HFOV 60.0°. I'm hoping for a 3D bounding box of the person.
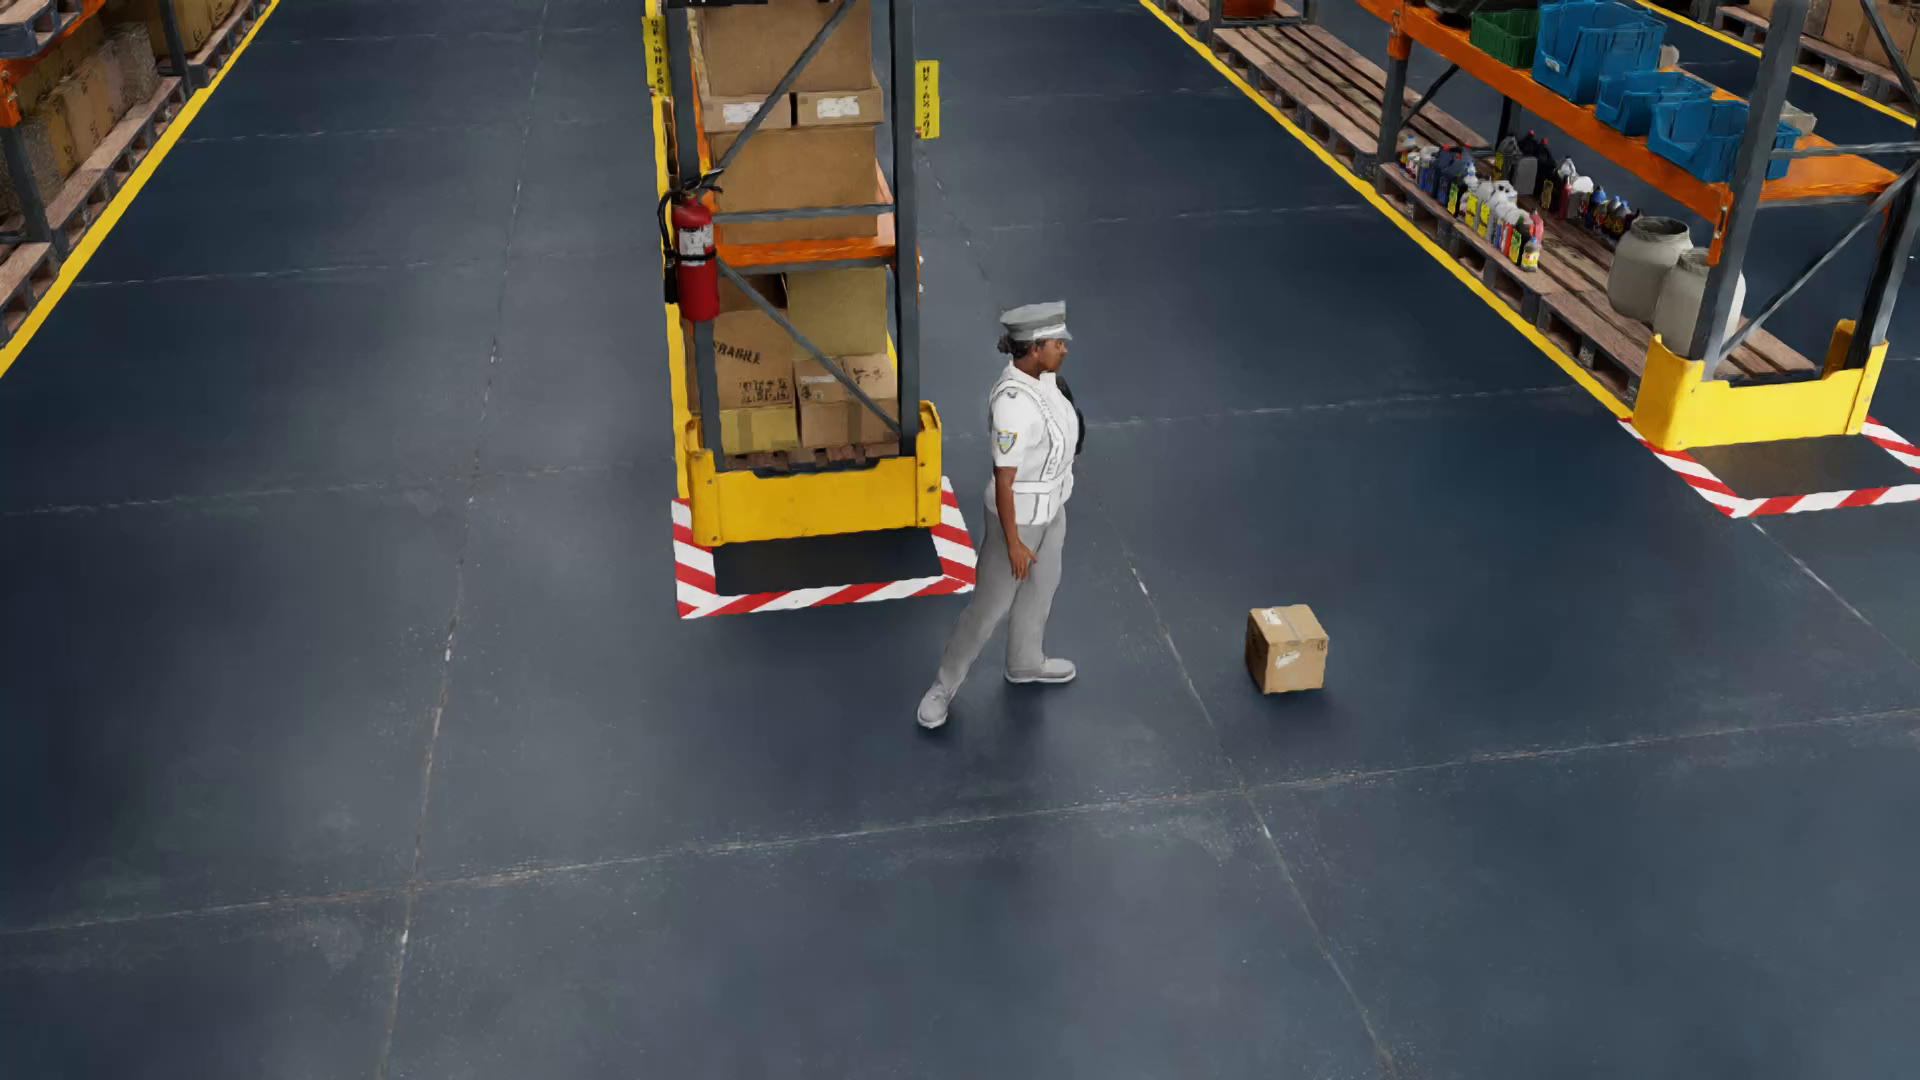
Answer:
[{"bbox_3d":[0.157,-0.068,6.254,0.485,1.654,0.665,13,33,21],"label":"person"}]
